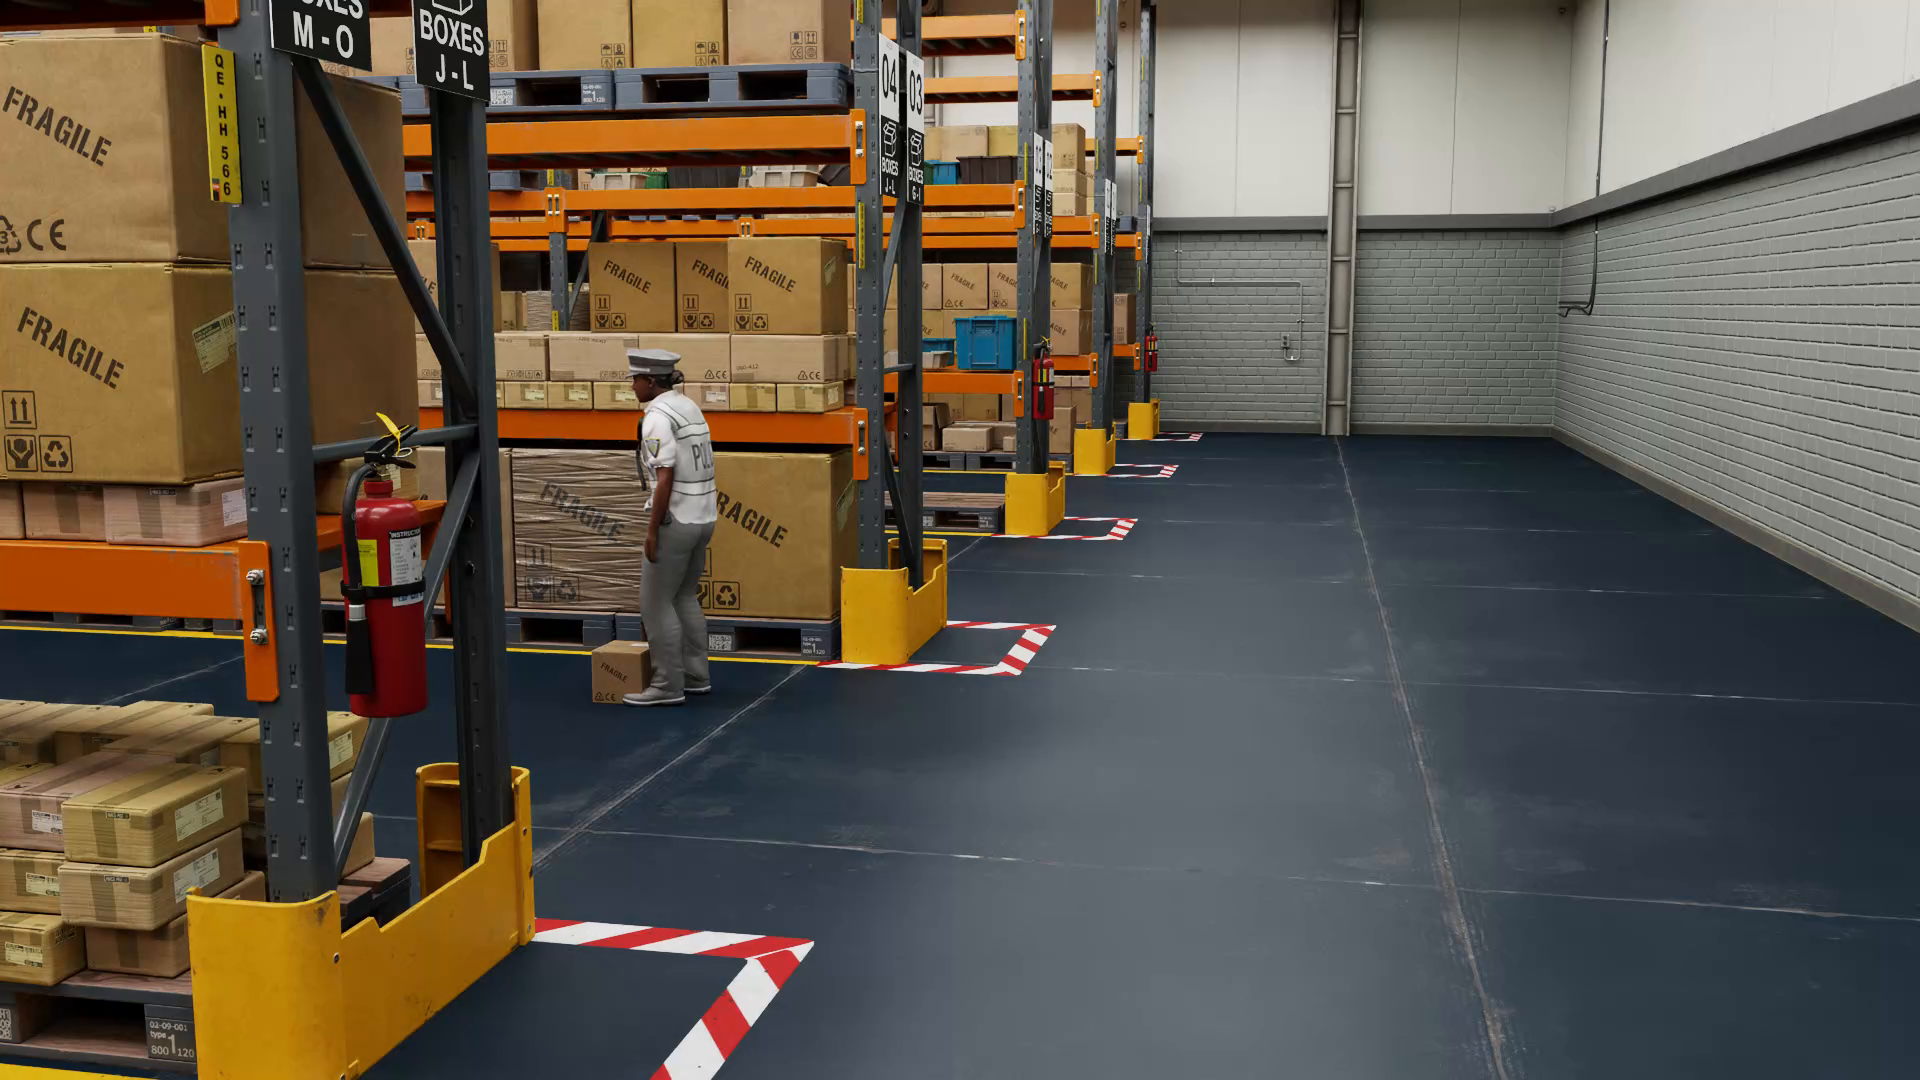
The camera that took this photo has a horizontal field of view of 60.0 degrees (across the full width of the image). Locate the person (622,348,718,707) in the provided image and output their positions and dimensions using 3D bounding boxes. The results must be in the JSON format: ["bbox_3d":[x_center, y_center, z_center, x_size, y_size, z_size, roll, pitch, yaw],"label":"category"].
[{"bbox_3d":[-1.354,-0.063,7.773,0.422,1.656,0.503,2,8,11],"label":"person"}]
